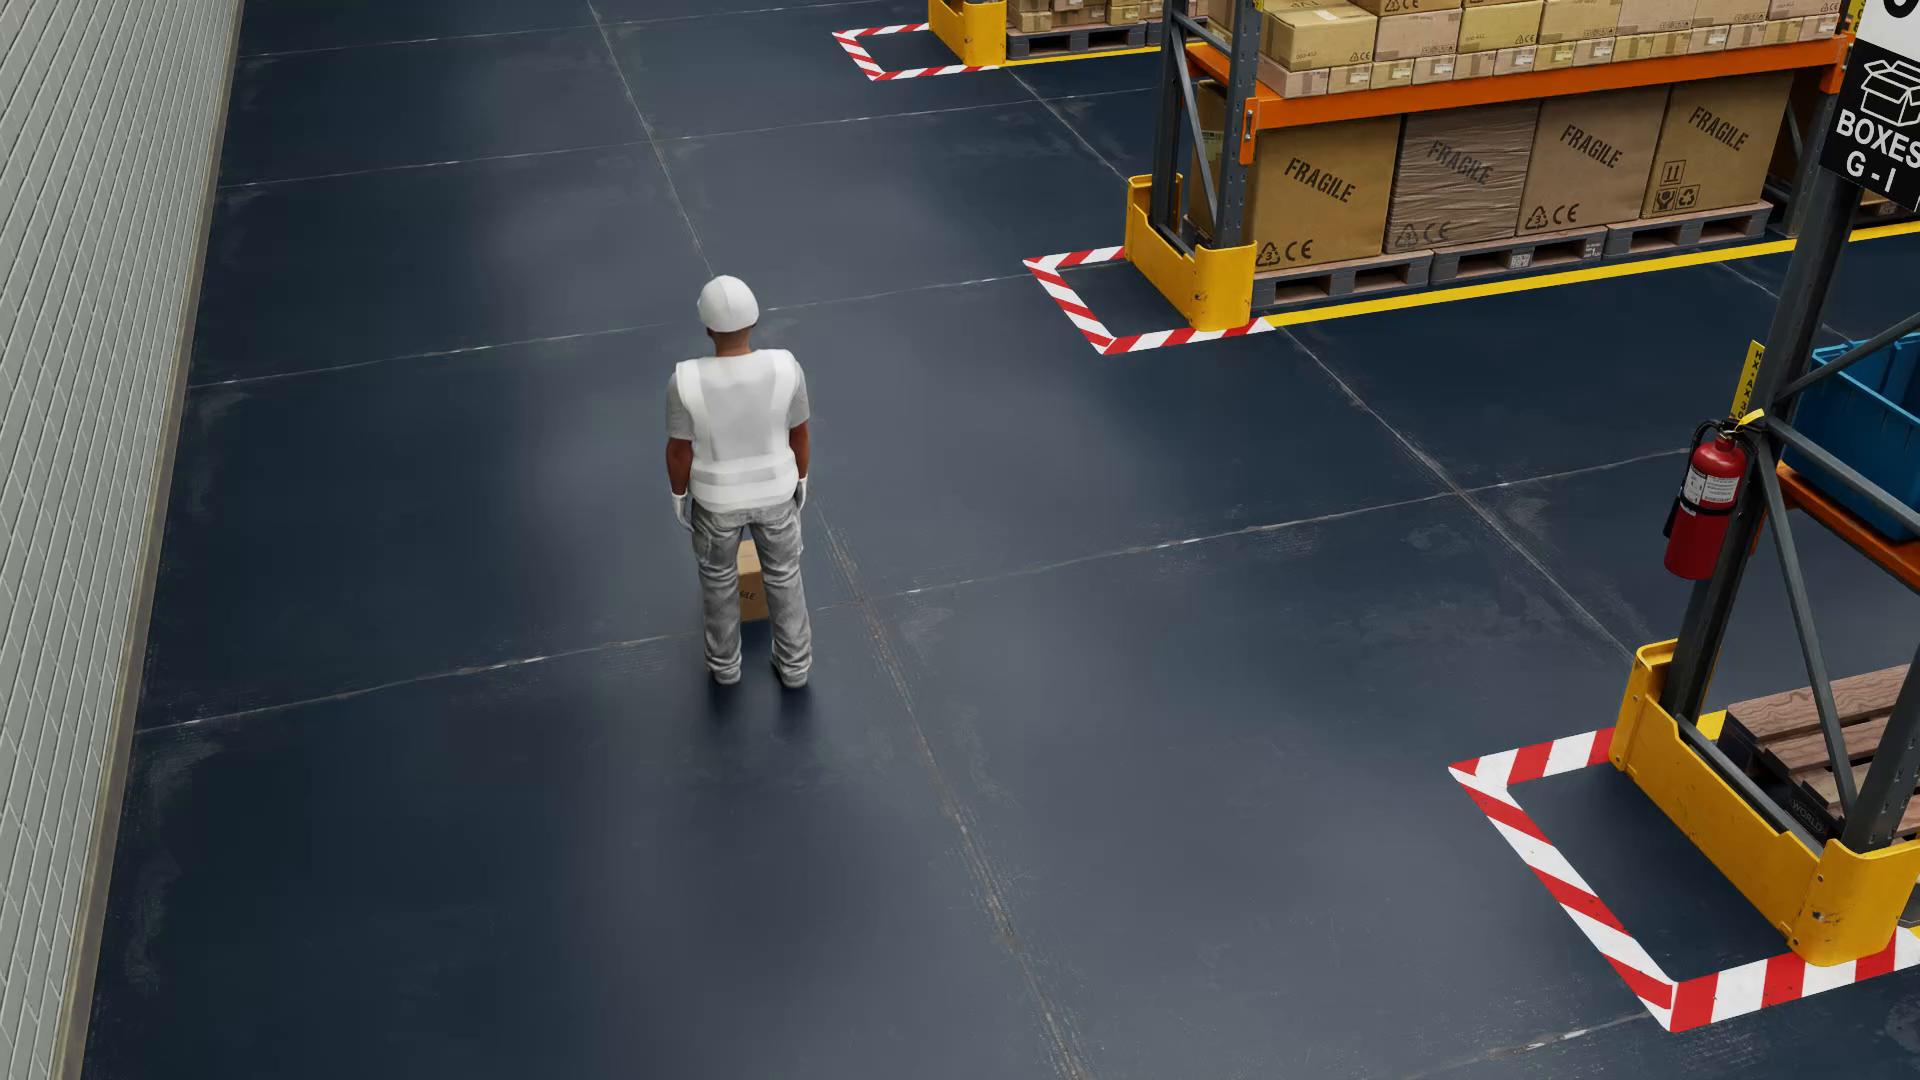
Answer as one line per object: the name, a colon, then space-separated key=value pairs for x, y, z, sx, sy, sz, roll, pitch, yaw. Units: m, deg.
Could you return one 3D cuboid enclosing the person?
person: x=-0.853 y=-0.212 z=6.443 sx=0.547 sy=1.786 sz=0.419 roll=-9 pitch=35 yaw=-13
